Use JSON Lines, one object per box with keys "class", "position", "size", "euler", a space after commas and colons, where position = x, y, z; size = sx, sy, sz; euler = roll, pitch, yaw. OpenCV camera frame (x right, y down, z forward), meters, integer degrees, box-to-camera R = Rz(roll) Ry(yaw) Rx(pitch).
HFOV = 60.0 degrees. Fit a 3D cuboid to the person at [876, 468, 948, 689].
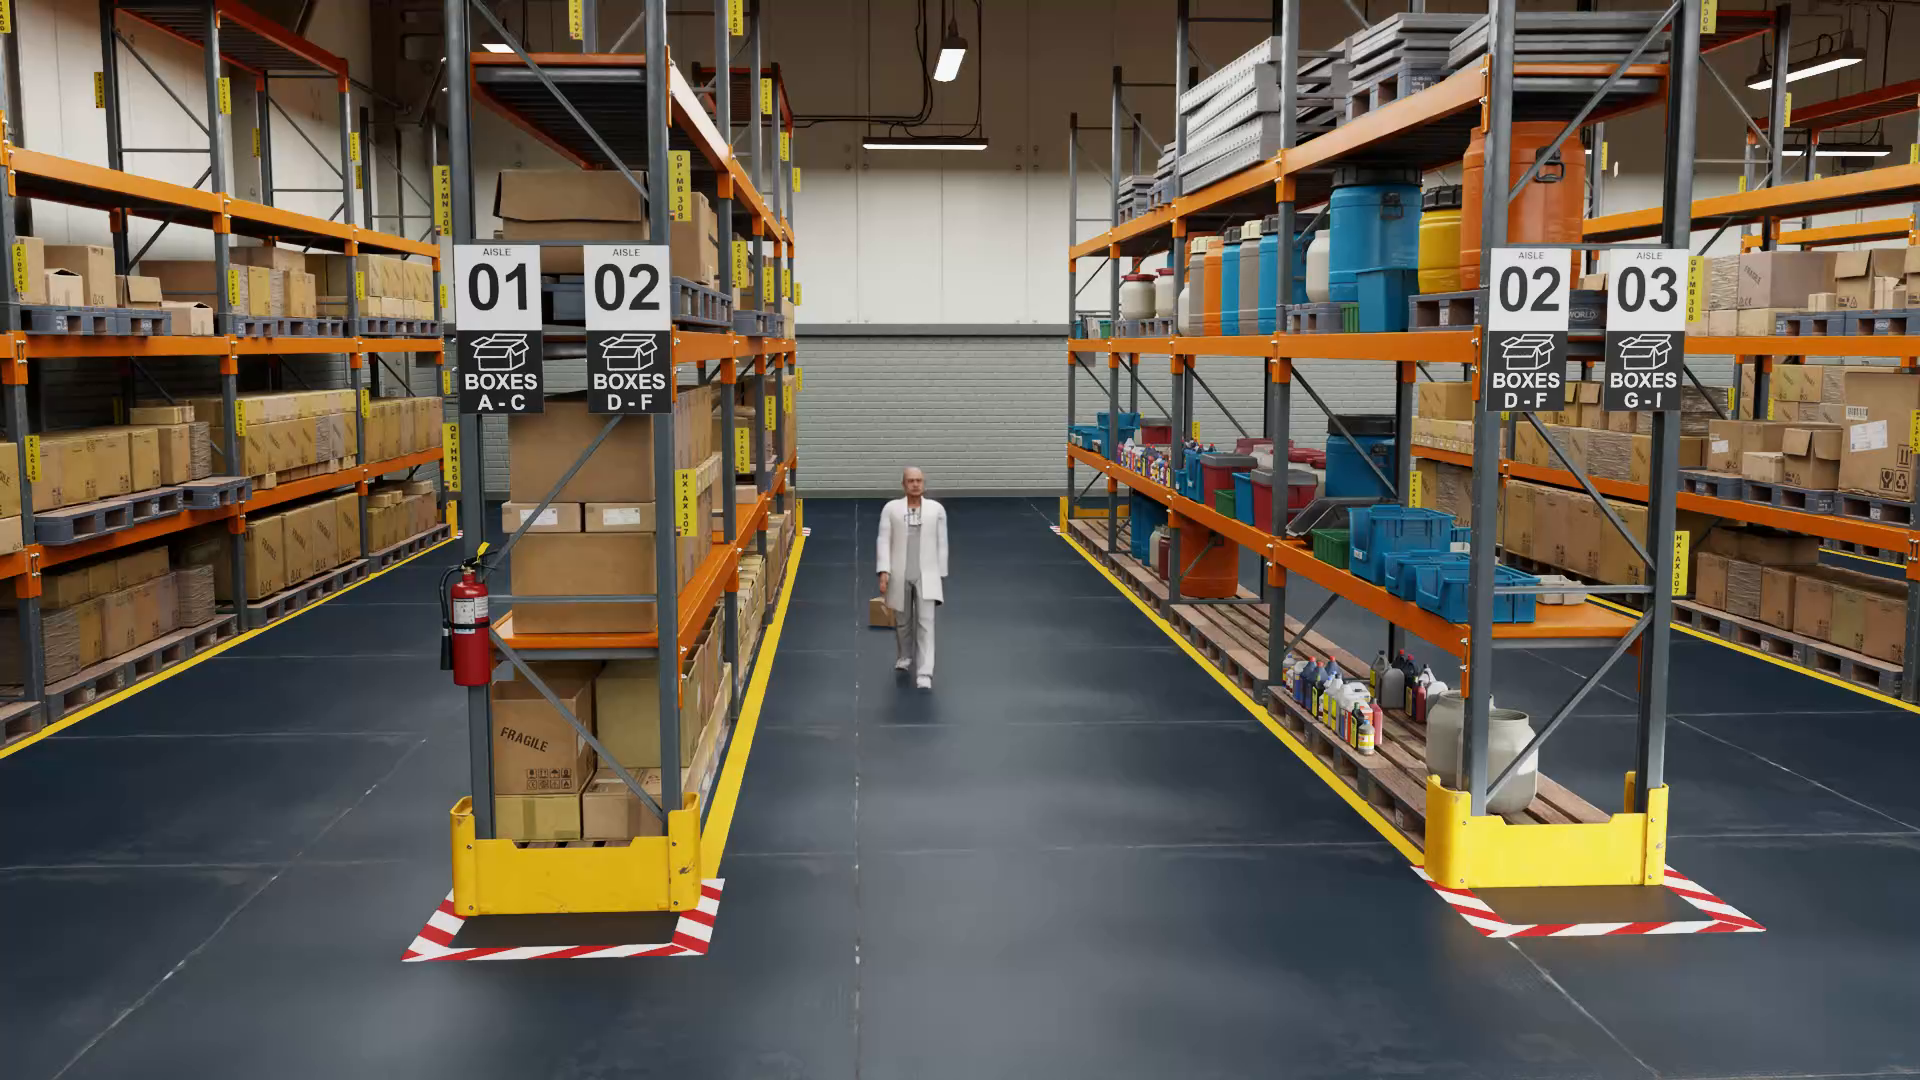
{"class": "person", "position": [-0.386, 0.289, 13.347], "size": [0.573, 1.731, 1.102], "euler": [0, 7, 1]}
